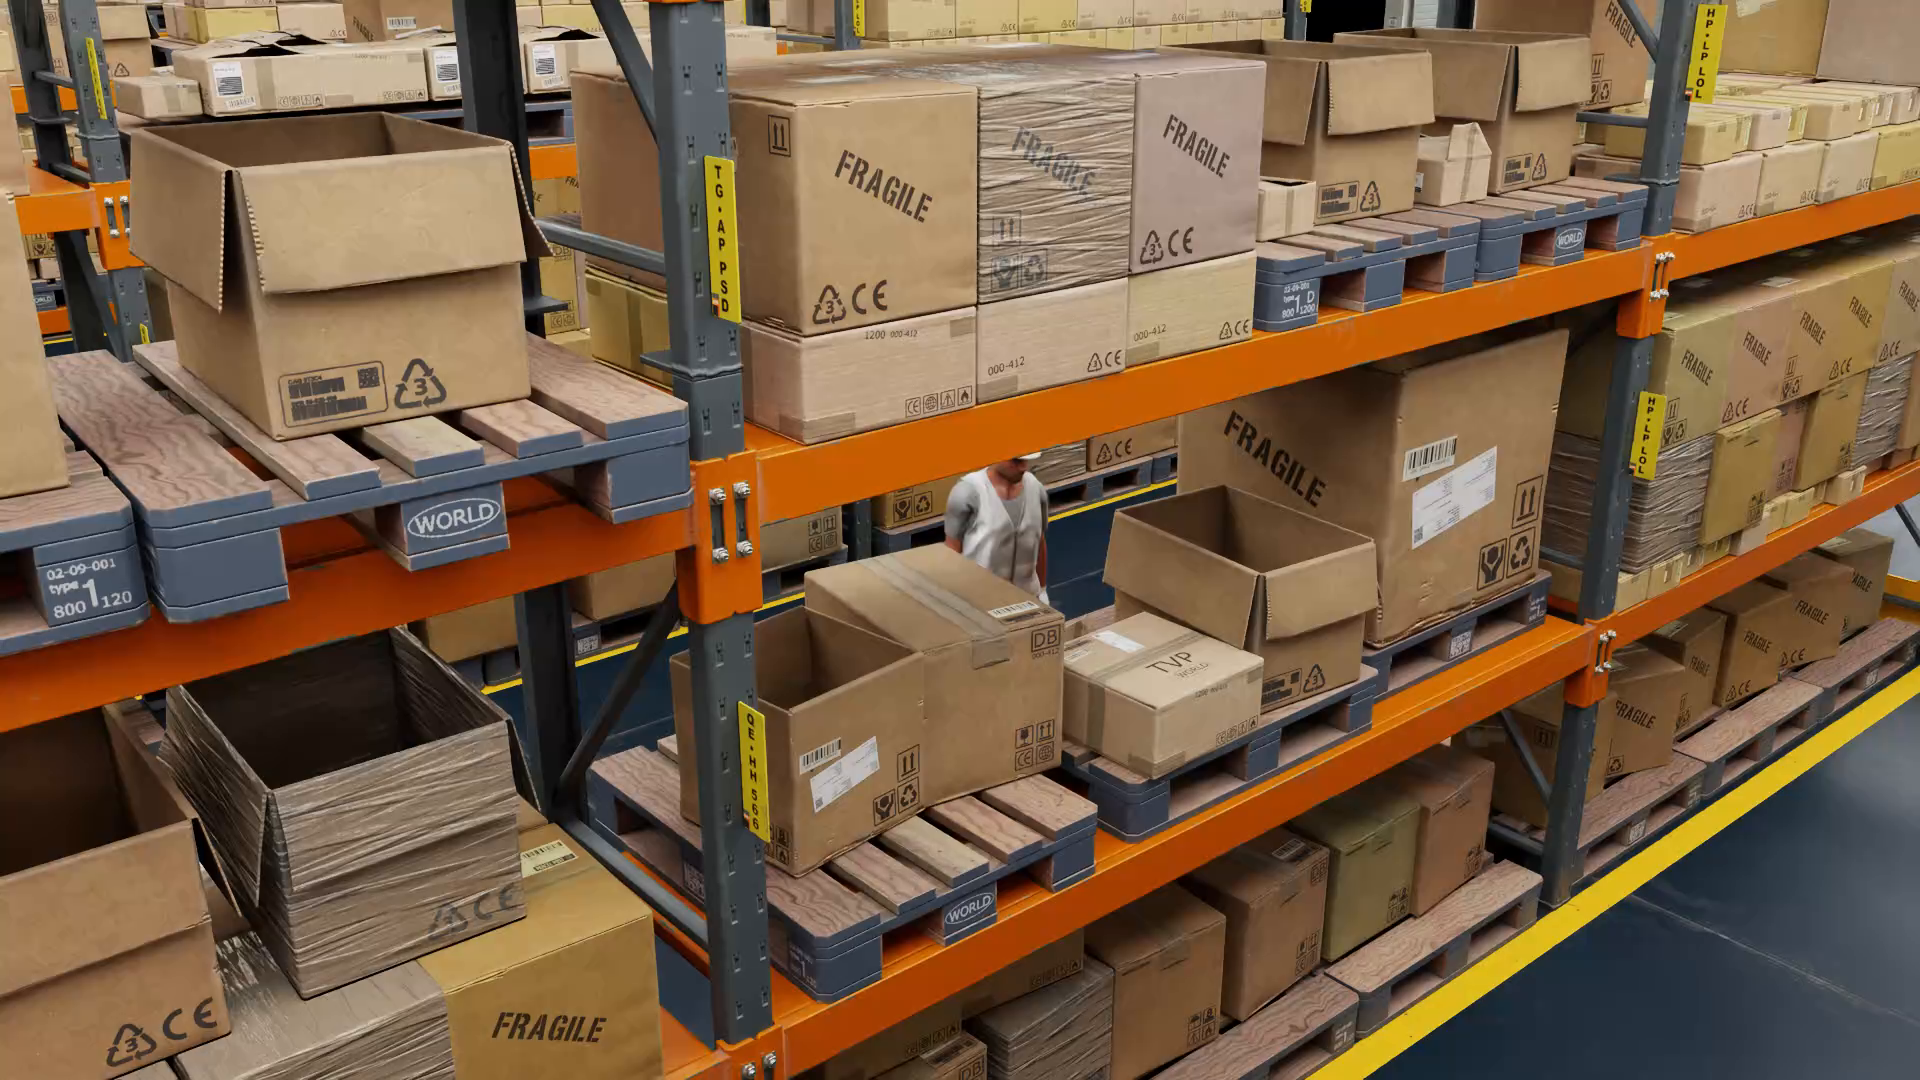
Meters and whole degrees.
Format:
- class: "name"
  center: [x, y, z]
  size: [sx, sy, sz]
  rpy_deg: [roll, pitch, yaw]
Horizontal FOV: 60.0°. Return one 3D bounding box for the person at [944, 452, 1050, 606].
- class: "person"
  center: [0.202, 0.311, 7.672]
  size: [0.577, 1.785, 0.554]
  rpy_deg: [-11, 23, -26]
